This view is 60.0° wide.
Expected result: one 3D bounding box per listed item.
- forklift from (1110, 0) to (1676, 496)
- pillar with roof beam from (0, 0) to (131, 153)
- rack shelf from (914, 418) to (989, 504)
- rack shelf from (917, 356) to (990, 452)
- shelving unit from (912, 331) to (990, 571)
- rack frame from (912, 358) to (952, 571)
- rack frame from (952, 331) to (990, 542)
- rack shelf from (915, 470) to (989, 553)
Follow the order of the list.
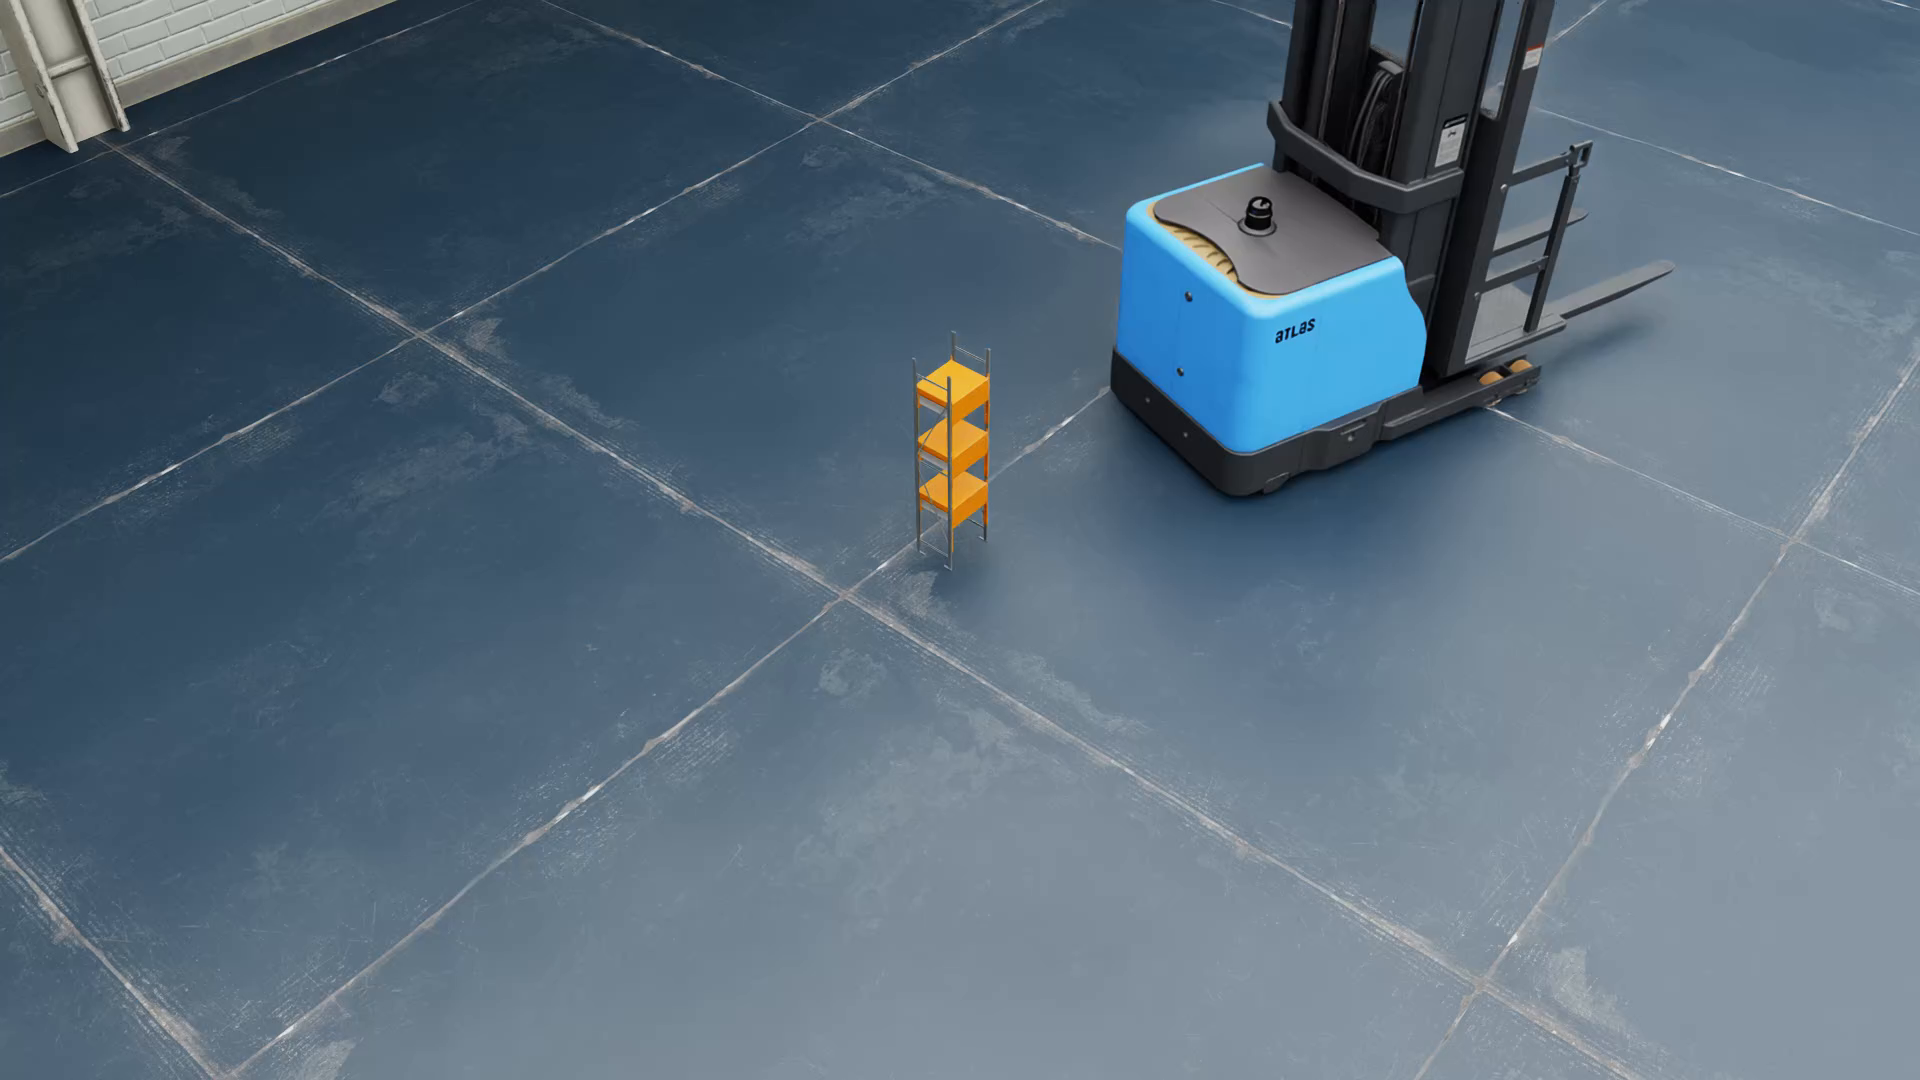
[{"bbox_3d":[2.267,-2.026,7.482,3.031,2.935,1.130,-22,47,-22],"label":"forklift"},{"bbox_3d":[-2.040,-3.957,5.095,9.100,9.000,0.400,29,50,28],"label":"pillar with roof beam"},{"bbox_3d":[-0.034,-0.353,7.056,0.215,0.259,0.240,29,50,28],"label":"rack shelf"},{"bbox_3d":[-0.034,-0.563,6.865,0.215,0.259,0.240,29,50,28],"label":"rack shelf"},{"bbox_3d":[-0.034,-0.361,7.049,0.215,1.050,0.252,29,50,28],"label":"shelving unit"},{"bbox_3d":[-0.113,-0.298,6.980,0.200,1.050,0.008,29,50,28],"label":"rack frame"},{"bbox_3d":[0.044,-0.424,7.118,0.200,1.050,0.008,29,50,28],"label":"rack frame"},{"bbox_3d":[-0.034,-0.147,7.243,0.215,0.259,0.240,29,50,28],"label":"rack shelf"}]
